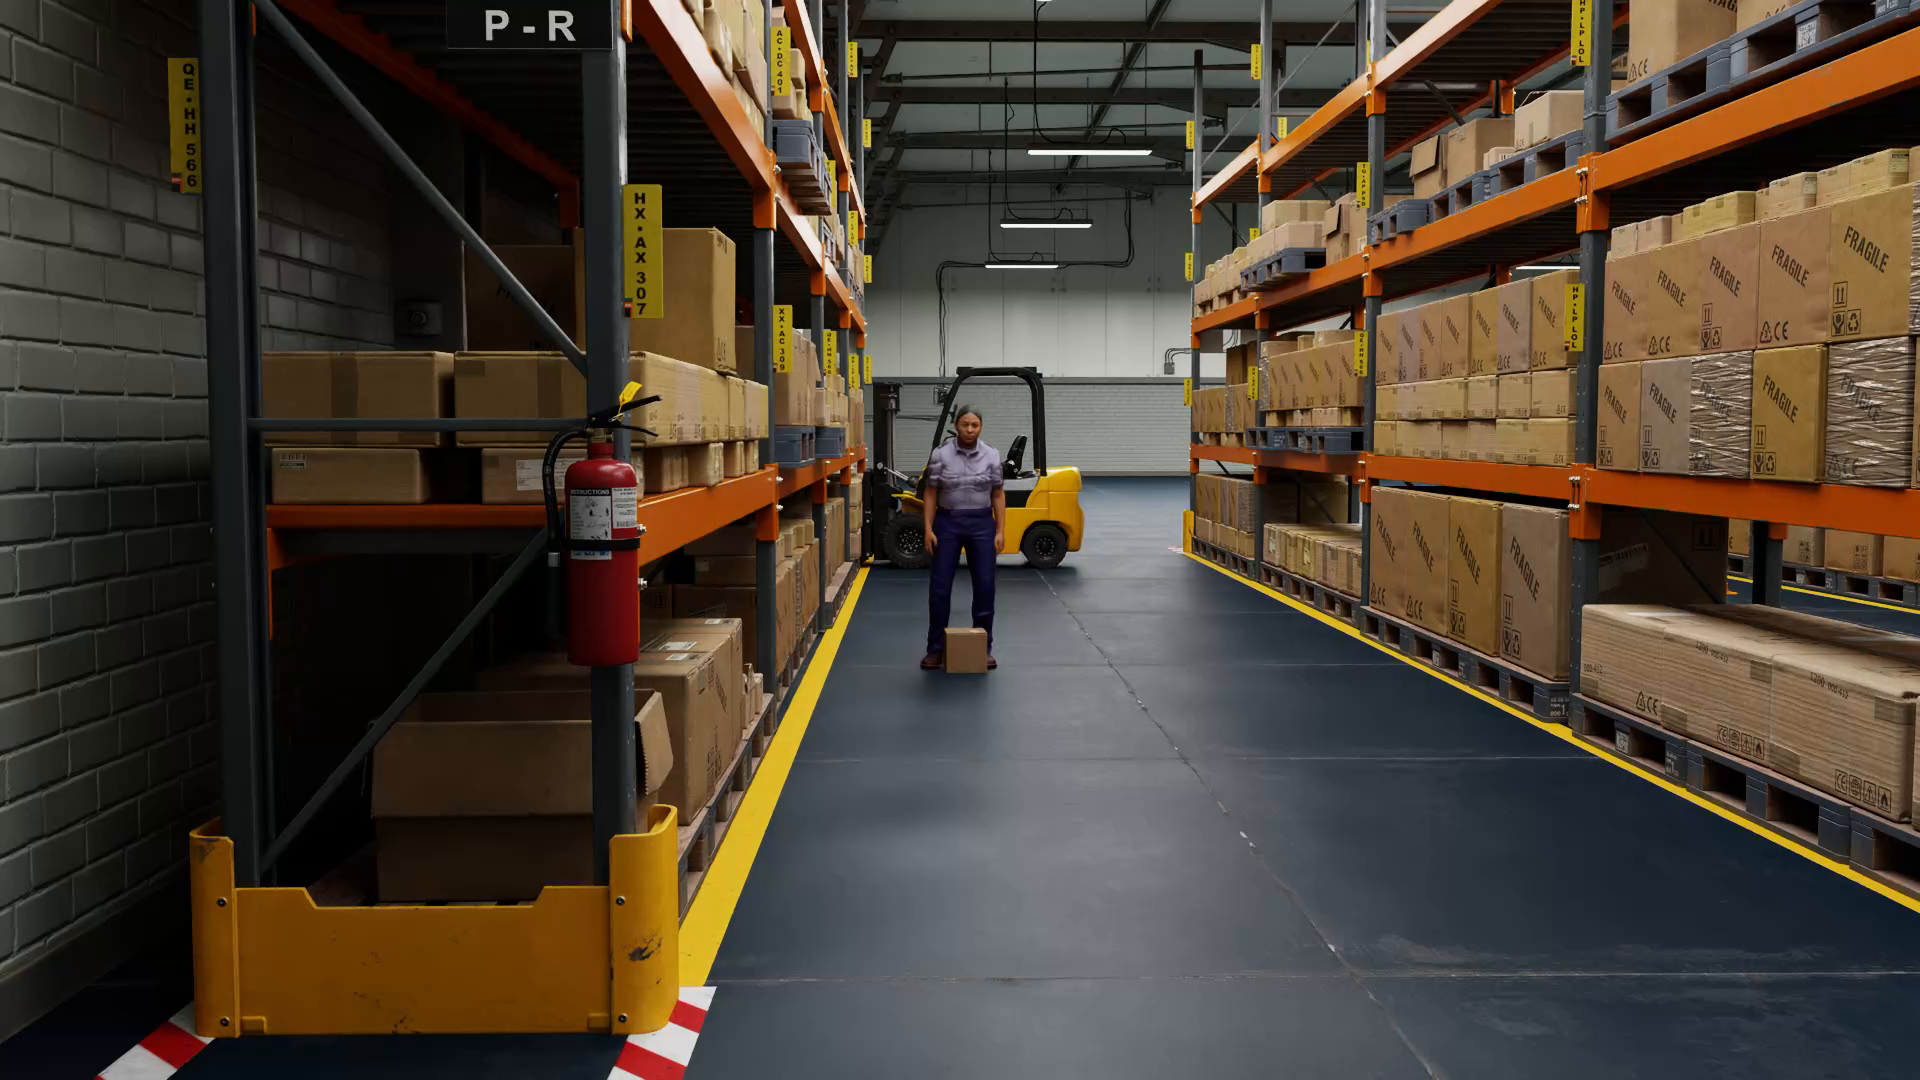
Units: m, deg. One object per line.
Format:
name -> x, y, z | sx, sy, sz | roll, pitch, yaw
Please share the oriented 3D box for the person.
person -> 0.016, -0.022, 10.488 | 0.538, 1.638, 0.371 | 0, 4, -1
